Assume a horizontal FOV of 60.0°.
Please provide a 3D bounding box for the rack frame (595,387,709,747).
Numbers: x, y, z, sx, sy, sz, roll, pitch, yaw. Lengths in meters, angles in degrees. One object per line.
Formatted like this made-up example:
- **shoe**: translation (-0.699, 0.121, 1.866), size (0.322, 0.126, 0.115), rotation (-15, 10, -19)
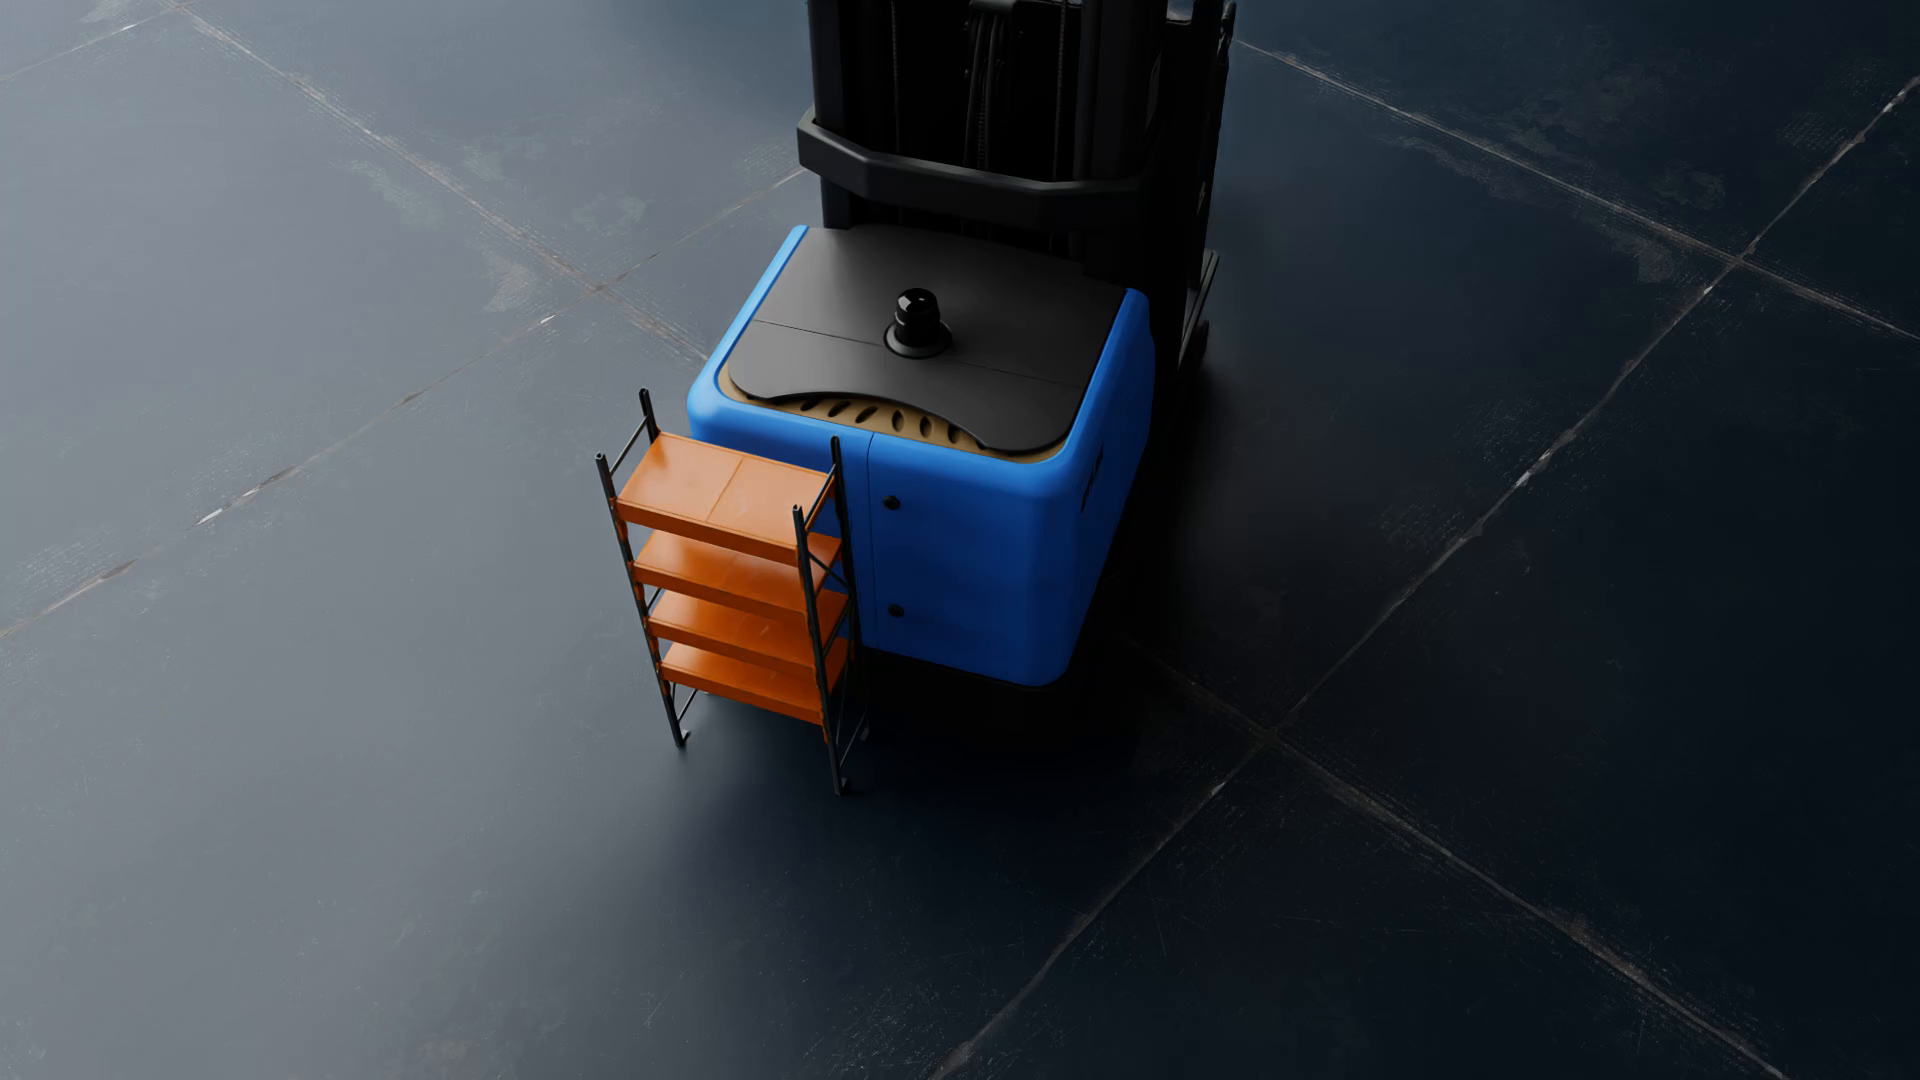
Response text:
- **rack frame**: translation (-0.770, 0.112, 4.312), size (0.015, 1.200, 0.240), rotation (15, 52, 13)

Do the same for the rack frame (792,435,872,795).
- **rack frame**: translation (-0.311, 0.231, 4.199), size (0.015, 1.200, 0.240), rotation (15, 52, 13)

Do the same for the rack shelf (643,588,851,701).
- **rack shelf**: translation (-0.539, 0.214, 4.307), size (0.480, 0.148, 0.258), rotation (15, 52, 13)

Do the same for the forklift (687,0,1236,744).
- **forklift**: translation (0.229, -1.535, 4.681), size (1.130, 2.935, 3.031), rotation (13, 48, 12)

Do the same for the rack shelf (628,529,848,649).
- **rack shelf**: translation (-0.544, 0.071, 4.135), size (0.480, 0.148, 0.258), rotation (15, 52, 13)

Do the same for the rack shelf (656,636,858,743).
- **rack shelf**: translation (-0.535, 0.341, 4.459), size (0.480, 0.148, 0.258), rotation (15, 52, 13)

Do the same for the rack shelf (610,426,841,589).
- **rack shelf**: translation (-0.549, -0.080, 3.953), size (0.480, 0.148, 0.258), rotation (15, 52, 13)

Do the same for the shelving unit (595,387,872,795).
- **shelving unit**: translation (-0.540, 0.171, 4.255), size (0.503, 1.200, 0.258), rotation (15, 52, 13)
